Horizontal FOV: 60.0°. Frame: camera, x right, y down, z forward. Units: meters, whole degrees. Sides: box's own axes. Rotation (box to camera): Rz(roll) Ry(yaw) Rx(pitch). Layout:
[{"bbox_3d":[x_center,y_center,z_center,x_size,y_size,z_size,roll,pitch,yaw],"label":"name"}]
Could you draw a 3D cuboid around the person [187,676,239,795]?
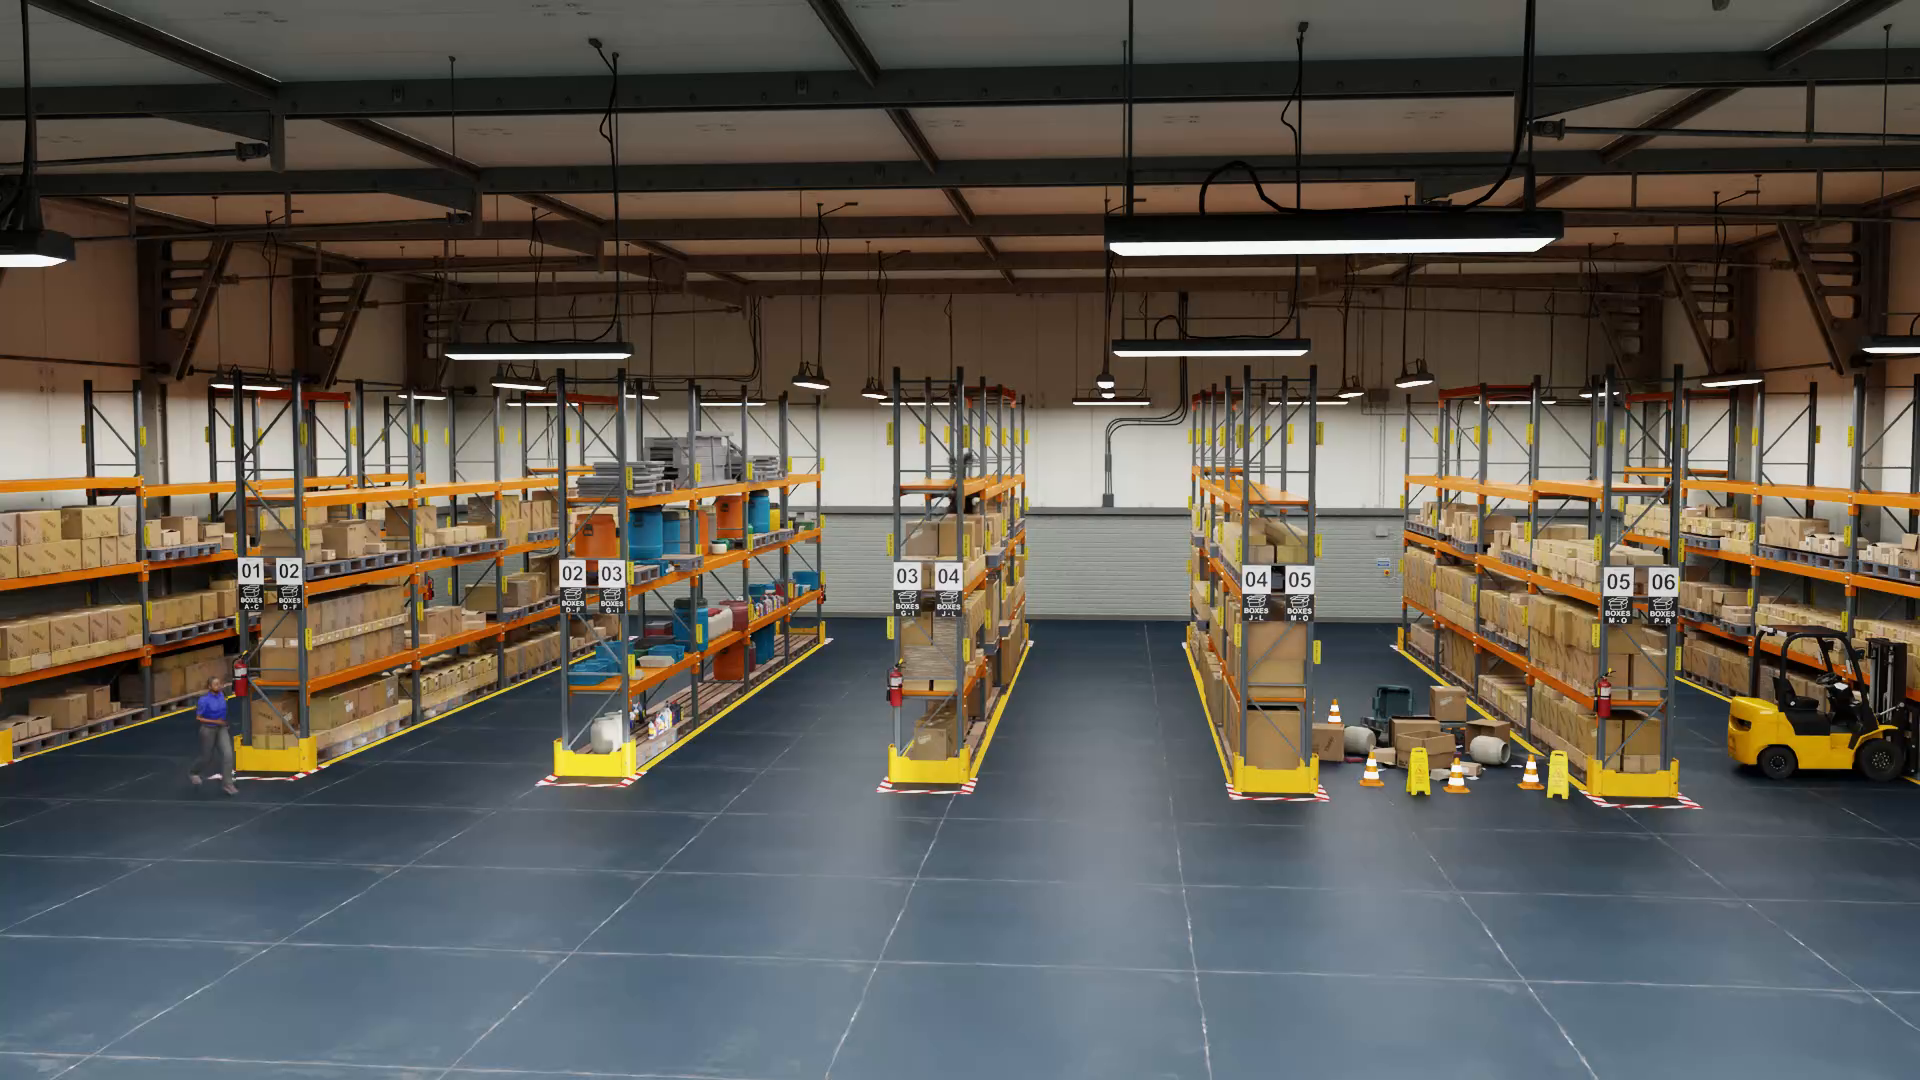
[{"bbox_3d":[-10.550,2.736,23.409,0.899,1.672,0.552,2,4,29],"label":"person"}]
